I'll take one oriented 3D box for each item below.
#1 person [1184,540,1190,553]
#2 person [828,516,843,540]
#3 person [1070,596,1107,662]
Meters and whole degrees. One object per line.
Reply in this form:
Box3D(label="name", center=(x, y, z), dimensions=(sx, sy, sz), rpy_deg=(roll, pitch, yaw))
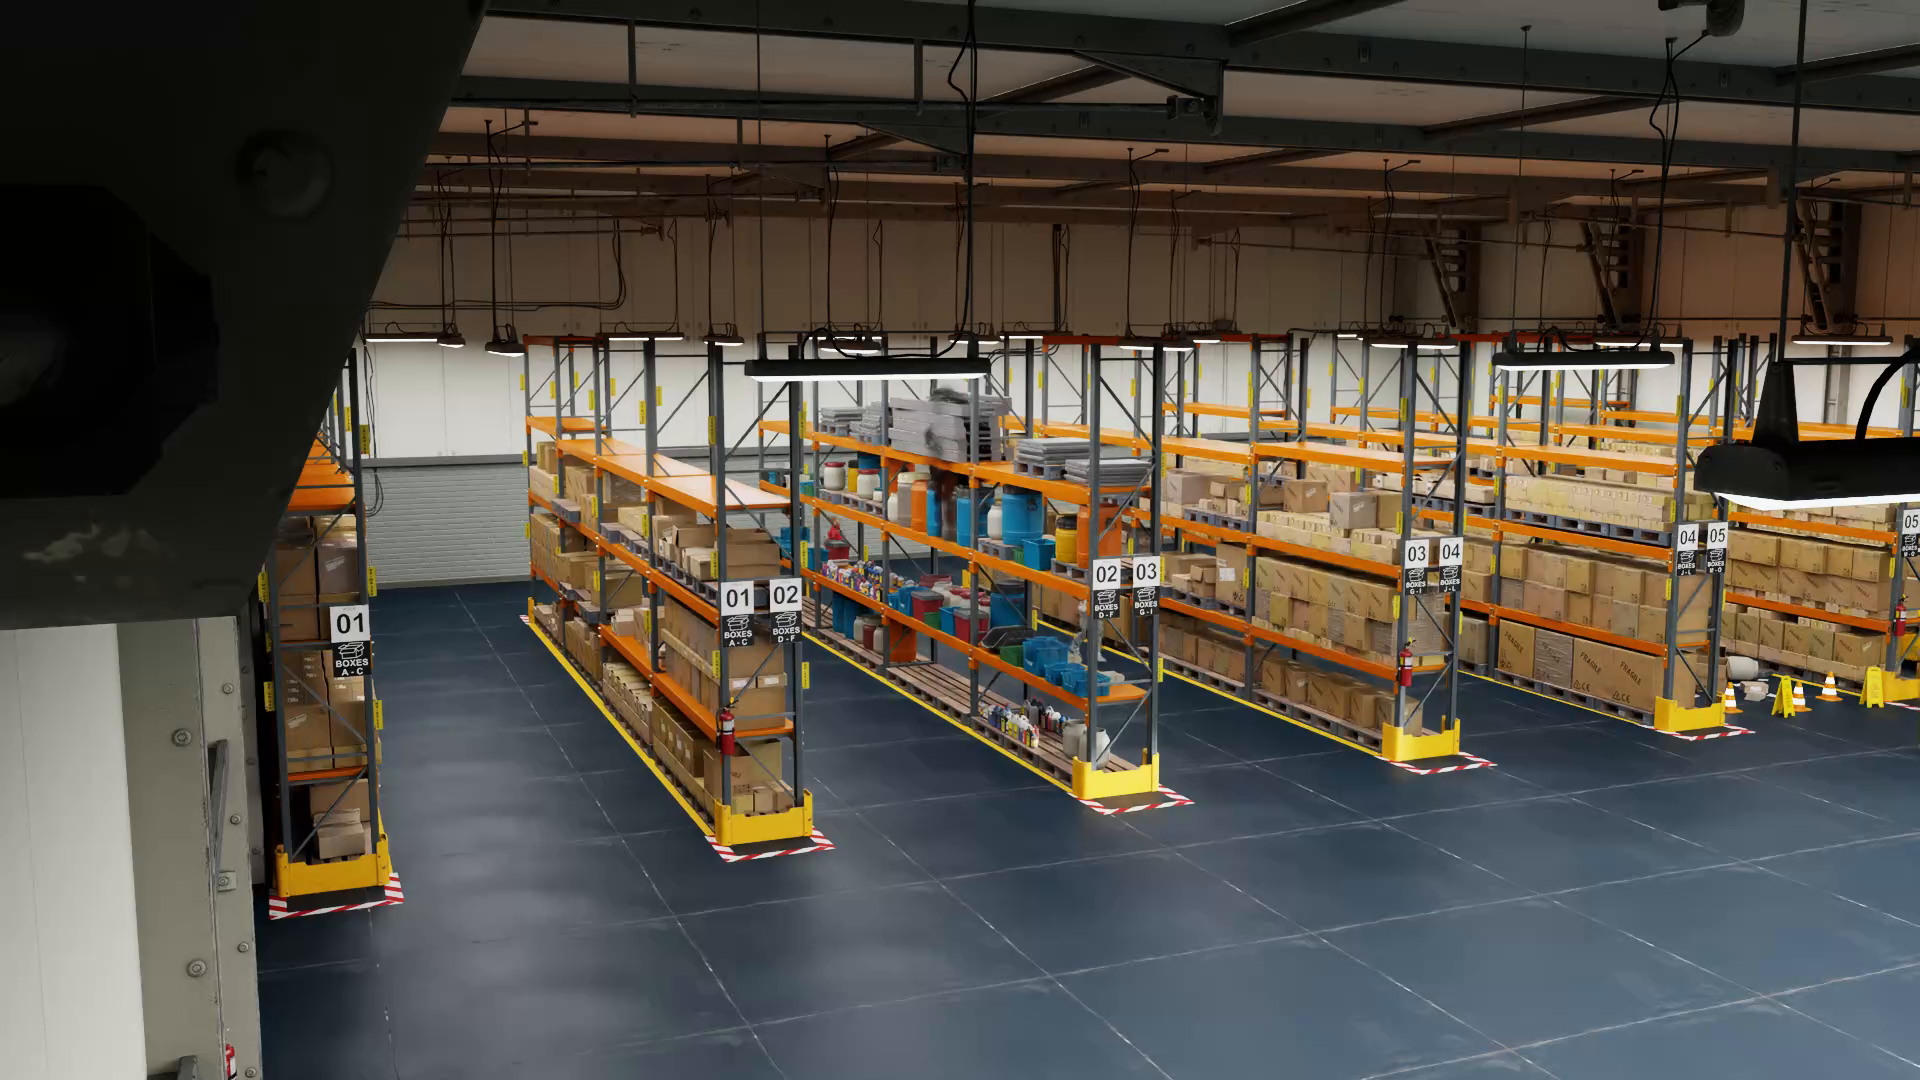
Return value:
Box3D(label="person", center=(5.686, -0.032, 41.897), dimensions=(0.662, 1.592, 0.499), rpy_deg=(-5, 9, -35))
Box3D(label="person", center=(-2.918, 0.278, 39.357), dimensions=(0.572, 1.683, 0.647), rpy_deg=(0, 8, -1))
Box3D(label="person", center=(2.296, 1.272, 29.596), dimensions=(0.669, 1.800, 0.835), rpy_deg=(-6, 10, -37))
